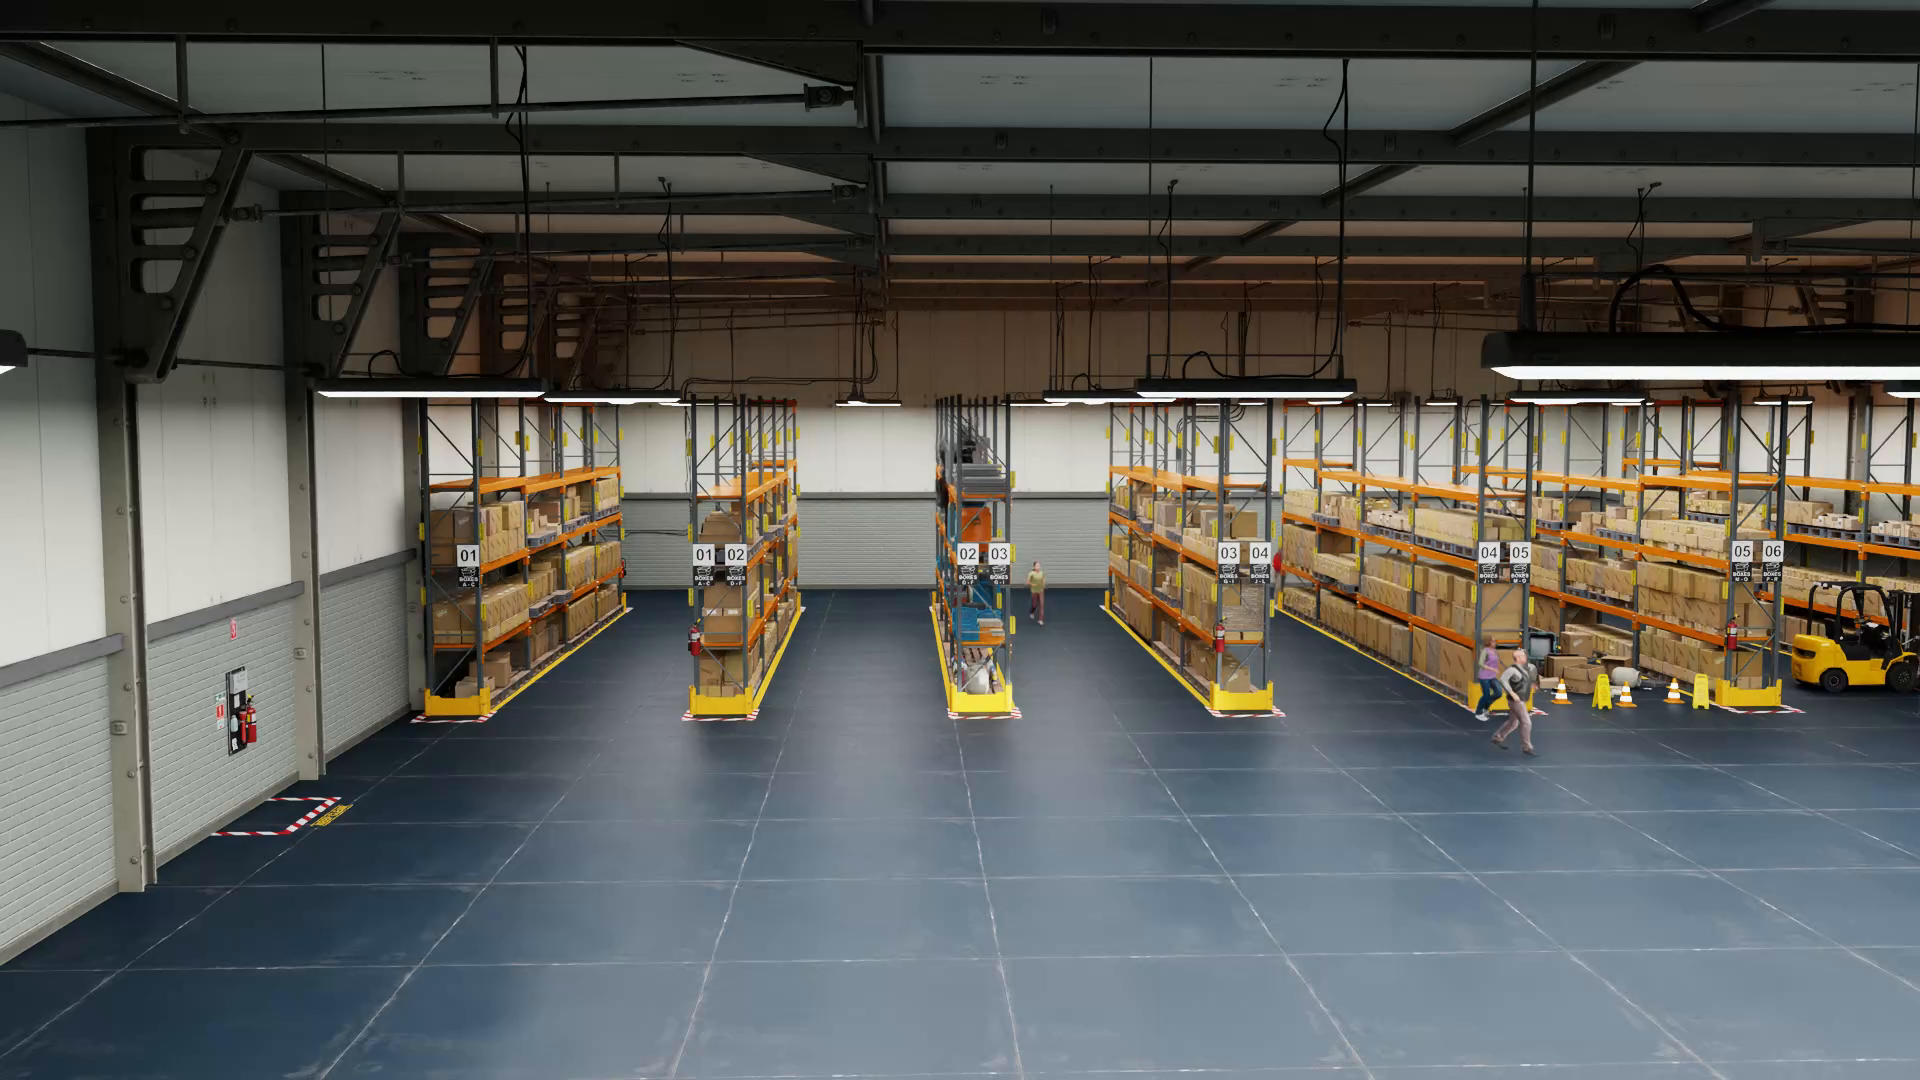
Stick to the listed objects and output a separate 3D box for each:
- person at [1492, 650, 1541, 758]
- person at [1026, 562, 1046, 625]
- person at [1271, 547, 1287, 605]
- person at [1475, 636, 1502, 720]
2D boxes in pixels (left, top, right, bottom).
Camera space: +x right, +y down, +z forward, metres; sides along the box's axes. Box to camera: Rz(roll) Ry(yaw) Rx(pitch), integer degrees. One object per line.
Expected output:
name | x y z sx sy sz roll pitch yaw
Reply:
person | 9.197 2.685 27.442 0.834 1.746 0.664 3 5 31
person | 2.048 1.400 44.308 0.580 1.663 0.930 -1 5 -16
person | 9.441 1.023 48.887 0.880 1.747 0.666 -3 6 -35
person | 9.712 2.534 30.487 0.542 1.568 0.562 -4 6 -38
